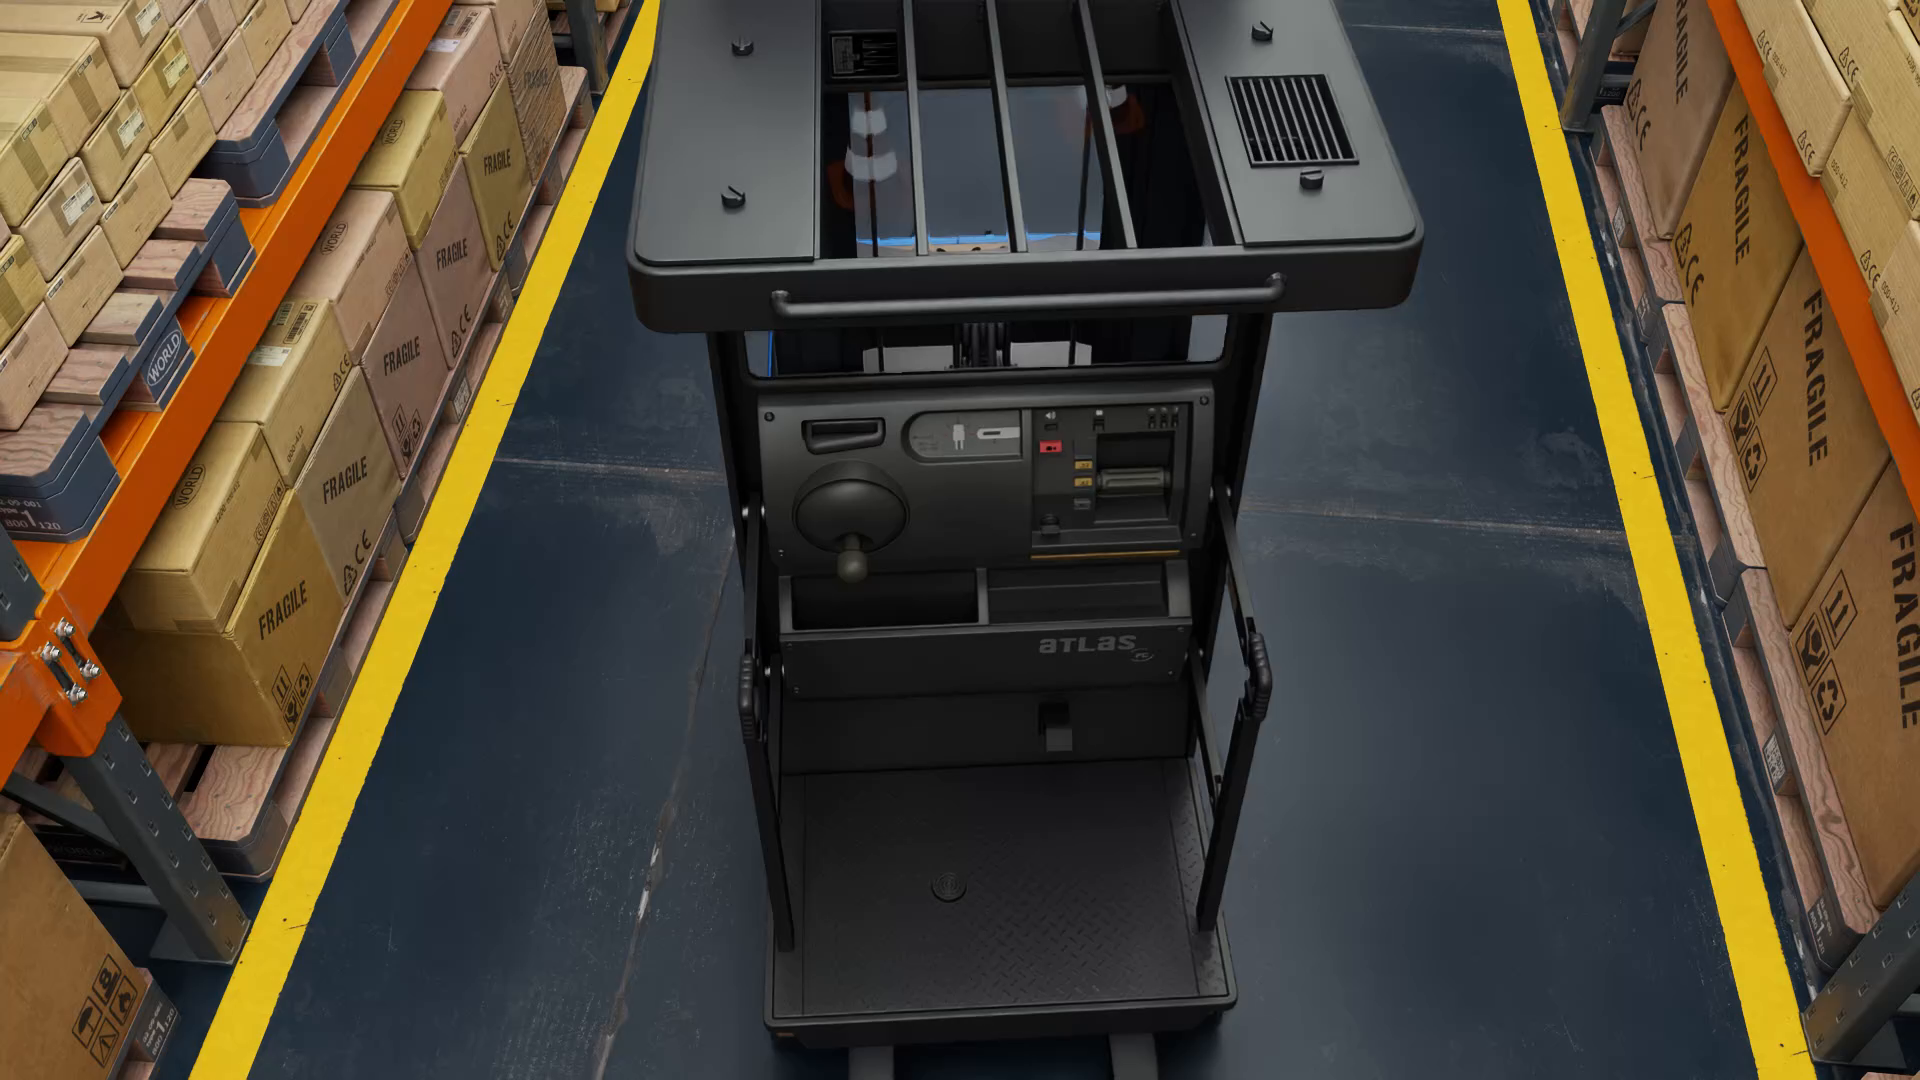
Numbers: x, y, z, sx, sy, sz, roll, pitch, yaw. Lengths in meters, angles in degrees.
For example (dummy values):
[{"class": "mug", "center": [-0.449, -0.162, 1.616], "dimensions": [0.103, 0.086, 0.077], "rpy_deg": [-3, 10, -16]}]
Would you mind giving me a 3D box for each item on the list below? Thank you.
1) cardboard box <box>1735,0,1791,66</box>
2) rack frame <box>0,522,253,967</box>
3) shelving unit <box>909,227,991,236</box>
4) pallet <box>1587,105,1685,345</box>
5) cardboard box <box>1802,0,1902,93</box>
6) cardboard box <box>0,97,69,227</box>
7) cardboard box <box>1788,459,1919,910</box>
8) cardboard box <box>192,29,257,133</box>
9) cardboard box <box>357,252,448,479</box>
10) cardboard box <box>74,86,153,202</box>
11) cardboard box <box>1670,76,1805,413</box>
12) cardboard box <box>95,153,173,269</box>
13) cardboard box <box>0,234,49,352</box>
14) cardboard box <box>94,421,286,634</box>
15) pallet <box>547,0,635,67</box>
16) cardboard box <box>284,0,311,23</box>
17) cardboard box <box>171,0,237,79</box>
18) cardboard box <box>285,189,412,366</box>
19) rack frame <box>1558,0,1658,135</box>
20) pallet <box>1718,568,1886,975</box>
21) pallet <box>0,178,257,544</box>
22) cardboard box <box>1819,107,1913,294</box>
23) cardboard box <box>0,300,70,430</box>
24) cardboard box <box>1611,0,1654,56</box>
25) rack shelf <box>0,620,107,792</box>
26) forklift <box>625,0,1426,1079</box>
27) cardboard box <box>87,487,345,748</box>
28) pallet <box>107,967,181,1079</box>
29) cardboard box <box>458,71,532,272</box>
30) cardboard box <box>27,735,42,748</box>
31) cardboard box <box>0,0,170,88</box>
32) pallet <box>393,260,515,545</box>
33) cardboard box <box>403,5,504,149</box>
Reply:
[{"class": "cardboard box", "center": [2.544, -1.569, 4.754], "dimensions": [0.500, 0.250, 0.500], "rpy_deg": [4, 48, 3]}, {"class": "rack frame", "center": [-2.348, -0.001, 3.218], "dimensions": [1.000, 3.000, 0.127], "rpy_deg": [4, 48, 4]}, {"class": "shelving unit", "center": [-0.023, -0.531, 5.126], "dimensions": [0.258, 0.900, 0.210], "rpy_deg": [-2, 48, -2]}, {"class": "pallet", "center": [2.960, -1.168, 6.175], "dimensions": [1.003, 0.211, 1.213], "rpy_deg": [4, 48, 4]}, {"class": "cardboard box", "center": [2.498, -1.369, 4.232], "dimensions": [0.500, 0.250, 0.500], "rpy_deg": [3, 48, 2]}, {"class": "cardboard box", "center": [-2.091, -0.783, 3.415], "dimensions": [0.380, 0.149, 0.250], "rpy_deg": [3, 48, 2]}, {"class": "cardboard box", "center": [2.736, 0.331, 4.069], "dimensions": [0.875, 0.875, 0.875], "rpy_deg": [3, 48, 3]}, {"class": "cardboard box", "center": [-2.013, -1.162, 4.166], "dimensions": [0.380, 0.149, 0.250], "rpy_deg": [5, 48, 5]}, {"class": "cardboard box", "center": [-1.945, -0.548, 5.128], "dimensions": [0.500, 0.500, 0.500], "rpy_deg": [3, 48, 3]}, {"class": "cardboard box", "center": [-2.060, -0.895, 3.720], "dimensions": [0.380, 0.149, 0.250], "rpy_deg": [3, 48, 2]}, {"class": "cardboard box", "center": [2.904, -0.981, 5.269], "dimensions": [0.875, 0.875, 0.875], "rpy_deg": [5, 48, 5]}, {"class": "cardboard box", "center": [-2.058, -0.768, 3.805], "dimensions": [0.380, 0.149, 0.250], "rpy_deg": [6, 48, 5]}, {"class": "cardboard box", "center": [-2.104, -0.499, 3.358], "dimensions": [0.380, 0.149, 0.250], "rpy_deg": [6, 48, 5]}, {"class": "cardboard box", "center": [-2.044, -0.042, 4.157], "dimensions": [0.500, 0.250, 0.500], "rpy_deg": [2, 48, 2]}, {"class": "pallet", "center": [-1.958, -2.495, 7.389], "dimensions": [1.003, 0.211, 1.213], "rpy_deg": [4, 48, 4]}, {"class": "cardboard box", "center": [-1.962, -1.538, 4.510], "dimensions": [0.380, 0.149, 0.250], "rpy_deg": [2, 48, 2]}, {"class": "cardboard box", "center": [-2.014, -1.264, 4.057], "dimensions": [0.380, 0.149, 0.250], "rpy_deg": [4, 48, 4]}, {"class": "cardboard box", "center": [-1.940, -0.778, 4.830], "dimensions": [0.500, 0.250, 0.500], "rpy_deg": [4, 48, 4]}, {"class": "rack frame", "center": [2.955, -2.681, 5.670], "dimensions": [1.000, 3.000, 0.127], "rpy_deg": [4, 48, 4]}, {"class": "pallet", "center": [2.738, 0.625, 4.535], "dimensions": [1.003, 0.211, 1.213], "rpy_deg": [4, 48, 4]}, {"class": "pallet", "center": [-2.389, -0.467, 3.774], "dimensions": [1.213, 0.211, 1.003], "rpy_deg": [4, 48, 4]}, {"class": "cardboard box", "center": [2.471, -0.826, 4.074], "dimensions": [0.500, 0.250, 0.500], "rpy_deg": [3, 48, 3]}, {"class": "cardboard box", "center": [-2.106, -0.373, 3.444], "dimensions": [0.380, 0.149, 0.250], "rpy_deg": [3, 48, 3]}, {"class": "cardboard box", "center": [3.119, -2.412, 6.875], "dimensions": [0.875, 0.438, 0.875], "rpy_deg": [3, 48, 3]}, {"class": "rack shelf", "center": [-2.530, 1.712, 2.139], "dimensions": [1.077, 0.370, 4.000], "rpy_deg": [4, 48, 4]}, {"class": "forklift", "center": [0.071, -0.020, 3.282], "dimensions": [1.130, 2.935, 3.031], "rpy_deg": [-2, 48, -2]}, {"class": "cardboard box", "center": [-2.030, 0.199, 4.445], "dimensions": [0.500, 0.500, 0.500], "rpy_deg": [2, 48, 2]}, {"class": "pallet", "center": [-2.495, 1.515, 3.721], "dimensions": [1.003, 0.211, 1.213], "rpy_deg": [4, 48, 4]}, {"class": "cardboard box", "center": [-1.847, -1.300, 5.816], "dimensions": [0.500, 0.500, 0.500], "rpy_deg": [3, 48, 3]}, {"class": "cardboard box", "center": [-2.548, 0.200, 4.444], "dimensions": [0.500, 0.500, 0.500], "rpy_deg": [4, 48, 3]}, {"class": "cardboard box", "center": [-2.040, -1.157, 3.758], "dimensions": [0.380, 0.149, 0.250], "rpy_deg": [2, 48, 2]}, {"class": "pallet", "center": [-2.162, -0.528, 5.590], "dimensions": [1.003, 0.211, 1.213], "rpy_deg": [4, 48, 4]}, {"class": "cardboard box", "center": [-1.860, -1.550, 5.536], "dimensions": [0.500, 0.250, 0.500], "rpy_deg": [6, 48, 5]}]
